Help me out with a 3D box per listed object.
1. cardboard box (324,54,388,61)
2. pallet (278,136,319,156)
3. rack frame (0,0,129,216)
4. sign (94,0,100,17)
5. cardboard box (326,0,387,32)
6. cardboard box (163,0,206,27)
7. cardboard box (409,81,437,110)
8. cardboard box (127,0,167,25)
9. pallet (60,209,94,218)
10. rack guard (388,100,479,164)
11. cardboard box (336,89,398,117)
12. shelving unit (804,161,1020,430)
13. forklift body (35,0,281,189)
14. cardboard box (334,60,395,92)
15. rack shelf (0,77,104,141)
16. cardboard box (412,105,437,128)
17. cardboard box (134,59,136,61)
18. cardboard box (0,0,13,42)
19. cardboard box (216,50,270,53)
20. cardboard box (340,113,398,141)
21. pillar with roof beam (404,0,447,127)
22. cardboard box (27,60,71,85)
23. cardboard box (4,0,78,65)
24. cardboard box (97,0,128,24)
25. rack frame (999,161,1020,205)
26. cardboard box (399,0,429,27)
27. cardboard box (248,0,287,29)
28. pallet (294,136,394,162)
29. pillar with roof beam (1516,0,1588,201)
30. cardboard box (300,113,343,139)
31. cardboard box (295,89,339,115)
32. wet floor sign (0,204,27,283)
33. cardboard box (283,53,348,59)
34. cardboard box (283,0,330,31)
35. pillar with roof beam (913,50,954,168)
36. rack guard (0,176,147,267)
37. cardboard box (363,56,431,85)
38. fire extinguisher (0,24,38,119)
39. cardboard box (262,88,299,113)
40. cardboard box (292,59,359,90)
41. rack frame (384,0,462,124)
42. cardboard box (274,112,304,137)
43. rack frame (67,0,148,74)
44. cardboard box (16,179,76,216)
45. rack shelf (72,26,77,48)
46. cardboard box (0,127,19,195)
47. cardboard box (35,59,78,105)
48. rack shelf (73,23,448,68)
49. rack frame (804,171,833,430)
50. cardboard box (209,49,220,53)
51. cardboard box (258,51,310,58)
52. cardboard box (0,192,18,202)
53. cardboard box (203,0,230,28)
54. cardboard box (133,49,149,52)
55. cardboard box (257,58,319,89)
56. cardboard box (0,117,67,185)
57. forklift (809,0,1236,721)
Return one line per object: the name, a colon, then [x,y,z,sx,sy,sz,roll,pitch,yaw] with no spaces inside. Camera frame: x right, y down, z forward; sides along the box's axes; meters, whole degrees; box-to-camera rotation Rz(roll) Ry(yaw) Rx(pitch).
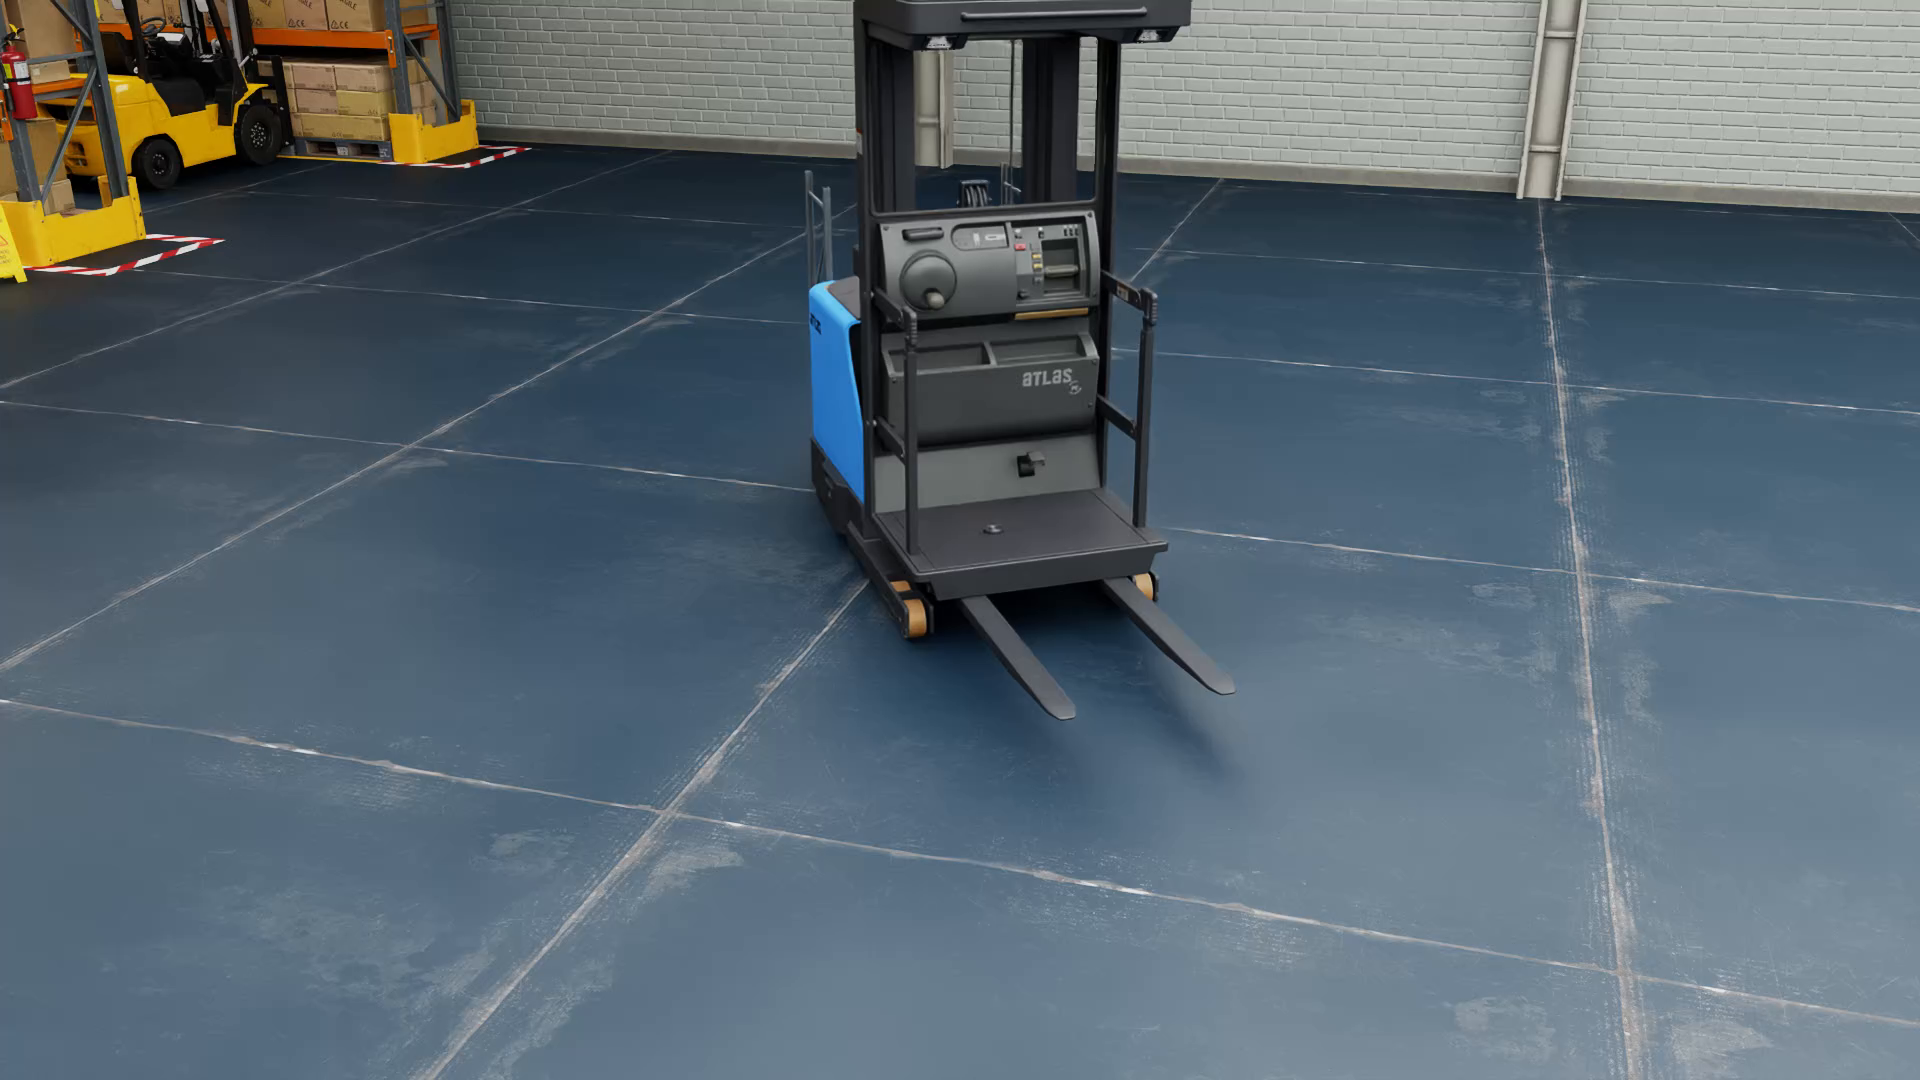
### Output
cardboard box: [-6.523,-5.095,17.990,0.500,0.250,0.500,7,23,16]
pallet: [-7.546,-4.448,18.335,1.213,0.211,1.003,7,23,15]
rack frame: [-7.068,-3.731,12.913,0.127,3.000,1.000,7,23,16]
sign: [-6.911,-4.329,13.230,0.005,0.325,0.100,7,23,16]
cardboard box: [-6.185,-5.540,17.191,0.500,0.500,0.500,6,23,14]
cardboard box: [-8.129,-5.770,17.752,0.500,0.500,0.500,6,23,15]
cardboard box: [-6.028,-4.815,17.968,0.500,0.250,0.500,7,23,16]
cardboard box: [-8.614,-5.825,17.886,0.500,0.500,0.500,7,23,16]
pallet: [-7.908,-2.551,13.711,1.213,0.211,1.003,7,23,16]
rack guard: [-5.615,-4.376,17.779,0.348,0.500,1.175,7,23,16]
cardboard box: [-6.194,-4.628,17.511,0.500,0.250,0.500,6,23,15]
shelving unit: [-0.208,-1.115,8.512,1.048,1.500,0.538,-6,23,-14]
forklift body: [-7.980,-4.687,16.363,1.214,2.155,2.313,7,23,16]
cardboard box: [-6.169,-4.857,17.410,0.500,0.250,0.500,7,23,17]
rack shelf: [-8.983,-3.617,13.584,4.000,0.370,1.077,7,23,16]
cardboard box: [-6.051,-4.582,18.057,0.500,0.250,0.500,7,23,16]
cardboard box: [-8.608,-5.131,18.079,0.500,0.250,0.500,7,23,16]
cardboard box: [-7.667,-3.874,12.739,0.500,0.500,0.500,6,23,15]
cardboard box: [-7.970,-5.264,18.403,0.500,0.250,0.500,7,23,16]
cardboard box: [-6.179,-4.394,17.599,0.500,0.250,0.500,7,23,16]
pillar with roof beam: [-7.288,-7.150,13.344,0.400,9.000,9.100,7,23,16]
cardboard box: [-7.333,-3.727,13.235,0.250,0.149,0.380,7,23,16]
cardboard box: [-7.441,-4.068,13.210,0.500,0.500,0.500,6,23,15]
cardboard box: [-9.118,-5.876,18.011,0.500,0.500,0.500,6,23,14]
rack frame: [0.282,-1.167,8.638,0.032,1.500,0.500,-6,23,-14]
cardboard box: [-6.032,-5.736,17.670,0.500,0.500,0.500,7,23,17]
cardboard box: [-7.169,-5.656,17.474,0.500,0.500,0.500,6,23,14]
pallet: [-6.382,-4.313,18.007,1.213,0.211,1.003,7,23,16]
pillar with roof beam: [4.201,-5.835,10.137,0.400,9.000,9.100,7,23,16]
cardboard box: [-6.652,-4.452,17.740,0.500,0.250,0.500,7,23,15]
cardboard box: [-6.671,-4.687,17.655,0.500,0.250,0.500,6,23,15]
wet floor sign: [-7.195,-2.232,12.361,0.232,0.644,0.267,16,27,34]
cardboard box: [-6.998,-5.153,18.133,0.500,0.250,0.500,6,23,15]
cardboard box: [-6.679,-5.600,17.338,0.500,0.500,0.500,7,23,17]
pillar with roof beam: [-1.543,-6.492,11.740,0.400,9.000,9.100,7,23,16]
rack guard: [-7.141,-2.583,13.408,0.348,0.500,1.175,7,23,16]
cardboard box: [-6.043,-5.041,17.859,0.500,0.250,0.500,6,23,15]
fire extinguisher: [-7.092,-3.515,12.489,0.183,0.674,0.296,7,23,16]
cardboard box: [-7.171,-4.736,17.774,0.500,0.250,0.500,6,23,14]
cardboard box: [-6.659,-4.911,17.541,0.500,0.250,0.500,7,23,16]
rack frame: [-5.638,-5.535,17.311,0.127,3.000,1.000,7,23,16]
cardboard box: [-7.129,-4.510,17.882,0.500,0.250,0.500,7,23,16]
rack frame: [-9.467,-5.973,18.380,0.127,3.000,1.000,7,23,16]
cardboard box: [-7.760,-2.842,13.816,0.500,0.250,0.500,6,23,15]
rack shelf: [-11.382,-5.860,19.051,4.000,0.370,1.077,7,23,16]
cardboard box: [-7.910,-2.993,13.196,0.500,0.500,0.500,7,23,16]
cardboard box: [-9.970,-5.122,18.880,0.625,0.625,0.875,8,24,18]
rack shelf: [-7.552,-5.421,17.982,4.000,0.370,1.077,7,23,16]
rack frame: [-0.697,-1.063,8.385,0.032,1.500,0.500,-6,23,-14]
cardboard box: [-8.451,-5.324,18.550,0.500,0.250,0.500,6,23,15]
cardboard box: [-7.487,-5.212,18.276,0.500,0.250,0.500,6,23,14]
cardboard box: [-7.943,-2.647,13.339,0.500,0.250,0.500,6,23,15]
cardboard box: [-7.654,-5.707,17.599,0.500,0.500,0.500,7,23,16]
cardboard box: [-8.940,-5.374,18.672,0.500,0.250,0.500,7,23,17]
cardboard box: [-7.145,-4.962,17.667,0.500,0.250,0.500,7,23,16]
cardboard box: [-7.783,-3.191,13.679,0.500,0.500,0.500,6,23,14]
forklift: [0.197,-1.122,6.644,1.130,2.935,3.031,-7,23,-16]
